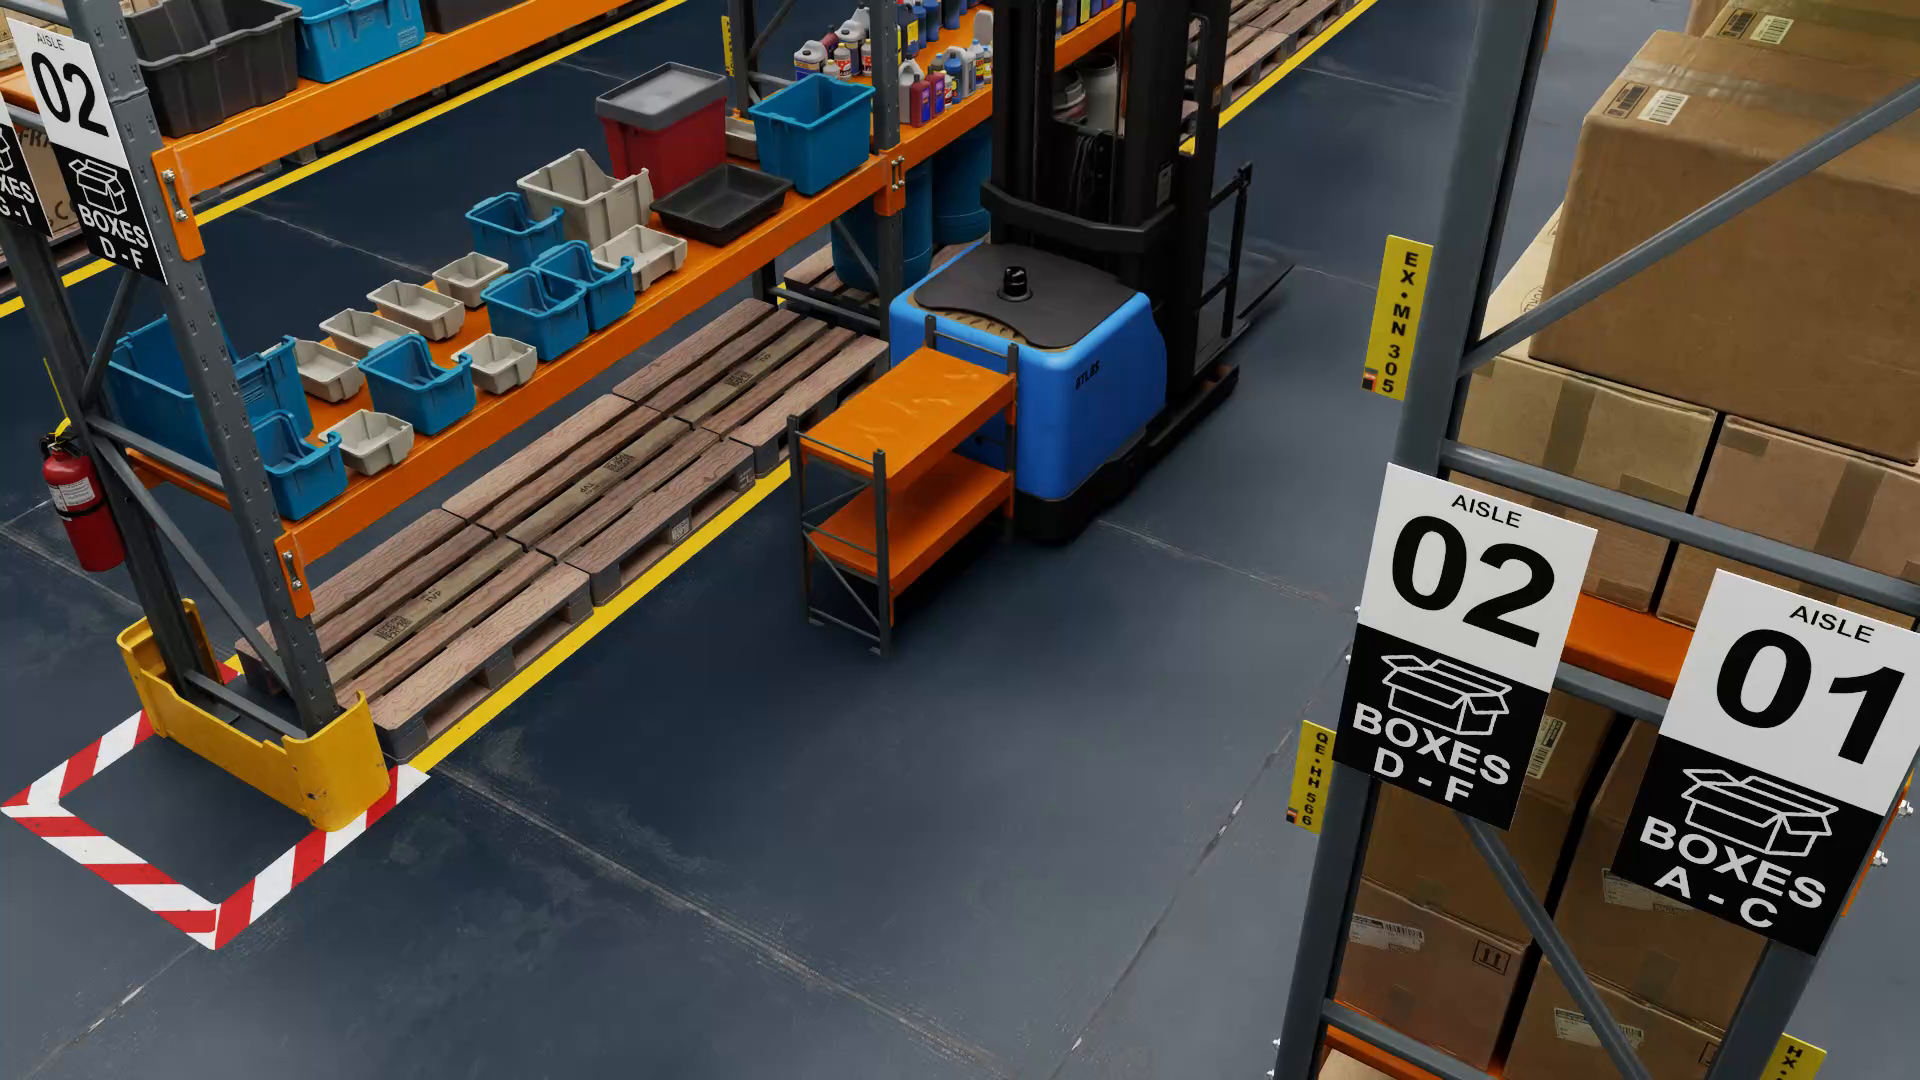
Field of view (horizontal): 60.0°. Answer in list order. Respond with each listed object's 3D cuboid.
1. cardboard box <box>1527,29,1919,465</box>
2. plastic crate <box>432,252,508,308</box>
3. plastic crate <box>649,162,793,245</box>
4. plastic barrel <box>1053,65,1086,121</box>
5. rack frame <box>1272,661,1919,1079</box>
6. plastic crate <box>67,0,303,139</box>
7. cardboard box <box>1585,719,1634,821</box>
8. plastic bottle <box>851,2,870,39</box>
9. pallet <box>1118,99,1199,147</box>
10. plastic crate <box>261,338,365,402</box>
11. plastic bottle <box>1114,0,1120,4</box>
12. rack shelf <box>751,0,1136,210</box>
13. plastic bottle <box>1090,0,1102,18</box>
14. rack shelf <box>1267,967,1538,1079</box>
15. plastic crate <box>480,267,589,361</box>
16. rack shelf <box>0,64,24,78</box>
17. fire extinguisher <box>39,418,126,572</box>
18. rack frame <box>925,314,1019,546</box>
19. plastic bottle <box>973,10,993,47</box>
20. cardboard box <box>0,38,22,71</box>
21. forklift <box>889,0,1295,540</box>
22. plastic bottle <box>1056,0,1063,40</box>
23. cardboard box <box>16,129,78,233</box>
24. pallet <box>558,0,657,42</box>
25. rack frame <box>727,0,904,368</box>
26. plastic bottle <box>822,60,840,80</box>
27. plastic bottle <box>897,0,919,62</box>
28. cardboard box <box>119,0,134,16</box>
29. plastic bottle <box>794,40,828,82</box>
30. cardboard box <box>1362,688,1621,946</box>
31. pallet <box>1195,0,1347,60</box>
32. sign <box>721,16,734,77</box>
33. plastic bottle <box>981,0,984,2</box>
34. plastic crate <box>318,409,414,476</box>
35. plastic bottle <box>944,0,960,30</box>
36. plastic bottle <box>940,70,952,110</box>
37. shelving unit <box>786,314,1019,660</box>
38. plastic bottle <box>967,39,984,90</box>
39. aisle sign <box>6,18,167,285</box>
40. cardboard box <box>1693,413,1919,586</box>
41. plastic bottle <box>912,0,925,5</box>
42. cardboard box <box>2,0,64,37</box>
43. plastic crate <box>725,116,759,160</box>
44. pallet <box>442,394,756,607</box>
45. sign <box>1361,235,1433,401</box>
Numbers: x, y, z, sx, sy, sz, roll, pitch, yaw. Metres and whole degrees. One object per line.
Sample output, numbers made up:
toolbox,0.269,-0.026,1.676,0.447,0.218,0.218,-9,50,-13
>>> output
cardboard box,1.533,-0.568,3.112,0.700,0.500,0.500,21,42,25
plastic crate,-2.186,-1.151,7.392,0.298,0.136,0.250,21,42,25
plastic crate,-1.139,-1.609,7.996,0.437,0.125,0.590,21,42,25
plastic barrel,0.524,-2.792,10.986,0.600,0.588,0.708,21,42,25
rack frame,1.272,1.325,4.013,1.000,3.000,0.127,21,42,25
plastic crate,-2.467,-1.540,5.381,0.497,0.269,0.590,21,42,25
cardboard box,1.557,0.697,4.746,0.500,0.500,0.500,22,43,25
plastic bottle,-0.550,-2.920,9.561,0.144,0.351,0.185,21,42,25
pallet,0.990,-2.897,11.774,1.003,0.211,1.213,21,42,25
plastic crate,-2.625,-0.696,6.802,0.396,0.136,0.243,21,42,25
plastic bottle,0.955,-3.471,10.397,0.097,0.201,0.097,0,38,0
rack shelf,0.306,-3.105,10.350,1.077,0.370,4.000,21,42,25
plastic bottle,0.788,-3.396,10.178,0.144,0.351,0.185,21,42,25
rack shelf,2.343,0.579,5.571,1.077,0.370,4.000,21,42,25
plastic crate,-1.793,-0.953,7.056,0.416,0.233,0.300,21,42,25
rack shelf,-6.019,-2.663,9.776,1.077,0.370,4.000,21,42,25
fire extinguisher,-3.373,-0.189,6.347,0.296,0.674,0.183,21,42,25
rack frame,0.052,-0.511,7.931,0.500,1.125,0.032,23,43,26
plastic bottle,0.172,-2.951,9.662,0.152,0.276,0.135,21,42,25
cardboard box,-5.660,-2.822,9.599,0.380,0.149,0.250,22,43,26
forklift,0.890,-2.019,8.408,1.130,2.935,3.031,23,43,26
plastic bottle,0.562,-3.120,9.885,0.097,0.271,0.097,0,38,0
cardboard box,-5.851,-2.526,10.405,0.875,0.875,0.875,21,42,25
pallet,-3.291,-4.555,13.925,1.003,0.211,1.213,21,42,25
rack frame,-0.766,-2.359,8.793,1.000,3.000,0.127,21,42,25
plastic bottle,-0.712,-2.558,9.214,0.097,0.201,0.097,0,38,0
plastic bottle,-0.329,-2.968,9.624,0.144,0.351,0.185,21,42,25
cardboard box,-5.248,-3.218,10.112,0.380,0.149,0.250,22,43,26
plastic bottle,-0.828,-2.619,9.231,0.152,0.276,0.135,21,42,25
cardboard box,1.278,0.570,4.092,0.500,0.500,0.500,21,42,25
pallet,2.479,-4.330,13.633,1.003,0.211,1.213,21,42,25
sign,-1.229,-2.649,8.943,0.100,0.325,0.005,21,42,25
plastic bottle,0.129,-3.540,10.426,0.152,0.276,0.135,21,42,25
plastic crate,-2.257,-0.374,6.385,0.250,0.136,0.298,21,42,25
plastic bottle,-0.050,-3.223,10.019,0.097,0.271,0.097,0,38,0
plastic bottle,-0.091,-2.464,9.092,0.097,0.201,0.097,0,38,0
shelving unit,-0.234,-0.255,7.599,0.538,1.125,1.048,23,43,26
plastic bottle,0.085,-2.661,9.290,0.097,0.271,0.097,0,38,0
aisle sign,-2.697,-1.192,5.150,0.394,0.787,0.004,21,42,25
cardboard box,1.767,-0.181,3.224,0.500,0.250,0.500,21,42,25
plastic bottle,-0.290,-3.136,9.903,0.152,0.276,0.135,21,42,25
cardboard box,-5.511,-3.193,9.754,0.500,0.250,0.500,22,43,26
plastic crate,-1.136,-2.085,8.604,0.396,0.136,0.243,21,42,25
pallet,-1.780,-0.231,8.317,1.003,0.211,1.213,21,42,25
sign,0.814,-0.405,3.076,0.100,0.325,0.005,21,42,25
